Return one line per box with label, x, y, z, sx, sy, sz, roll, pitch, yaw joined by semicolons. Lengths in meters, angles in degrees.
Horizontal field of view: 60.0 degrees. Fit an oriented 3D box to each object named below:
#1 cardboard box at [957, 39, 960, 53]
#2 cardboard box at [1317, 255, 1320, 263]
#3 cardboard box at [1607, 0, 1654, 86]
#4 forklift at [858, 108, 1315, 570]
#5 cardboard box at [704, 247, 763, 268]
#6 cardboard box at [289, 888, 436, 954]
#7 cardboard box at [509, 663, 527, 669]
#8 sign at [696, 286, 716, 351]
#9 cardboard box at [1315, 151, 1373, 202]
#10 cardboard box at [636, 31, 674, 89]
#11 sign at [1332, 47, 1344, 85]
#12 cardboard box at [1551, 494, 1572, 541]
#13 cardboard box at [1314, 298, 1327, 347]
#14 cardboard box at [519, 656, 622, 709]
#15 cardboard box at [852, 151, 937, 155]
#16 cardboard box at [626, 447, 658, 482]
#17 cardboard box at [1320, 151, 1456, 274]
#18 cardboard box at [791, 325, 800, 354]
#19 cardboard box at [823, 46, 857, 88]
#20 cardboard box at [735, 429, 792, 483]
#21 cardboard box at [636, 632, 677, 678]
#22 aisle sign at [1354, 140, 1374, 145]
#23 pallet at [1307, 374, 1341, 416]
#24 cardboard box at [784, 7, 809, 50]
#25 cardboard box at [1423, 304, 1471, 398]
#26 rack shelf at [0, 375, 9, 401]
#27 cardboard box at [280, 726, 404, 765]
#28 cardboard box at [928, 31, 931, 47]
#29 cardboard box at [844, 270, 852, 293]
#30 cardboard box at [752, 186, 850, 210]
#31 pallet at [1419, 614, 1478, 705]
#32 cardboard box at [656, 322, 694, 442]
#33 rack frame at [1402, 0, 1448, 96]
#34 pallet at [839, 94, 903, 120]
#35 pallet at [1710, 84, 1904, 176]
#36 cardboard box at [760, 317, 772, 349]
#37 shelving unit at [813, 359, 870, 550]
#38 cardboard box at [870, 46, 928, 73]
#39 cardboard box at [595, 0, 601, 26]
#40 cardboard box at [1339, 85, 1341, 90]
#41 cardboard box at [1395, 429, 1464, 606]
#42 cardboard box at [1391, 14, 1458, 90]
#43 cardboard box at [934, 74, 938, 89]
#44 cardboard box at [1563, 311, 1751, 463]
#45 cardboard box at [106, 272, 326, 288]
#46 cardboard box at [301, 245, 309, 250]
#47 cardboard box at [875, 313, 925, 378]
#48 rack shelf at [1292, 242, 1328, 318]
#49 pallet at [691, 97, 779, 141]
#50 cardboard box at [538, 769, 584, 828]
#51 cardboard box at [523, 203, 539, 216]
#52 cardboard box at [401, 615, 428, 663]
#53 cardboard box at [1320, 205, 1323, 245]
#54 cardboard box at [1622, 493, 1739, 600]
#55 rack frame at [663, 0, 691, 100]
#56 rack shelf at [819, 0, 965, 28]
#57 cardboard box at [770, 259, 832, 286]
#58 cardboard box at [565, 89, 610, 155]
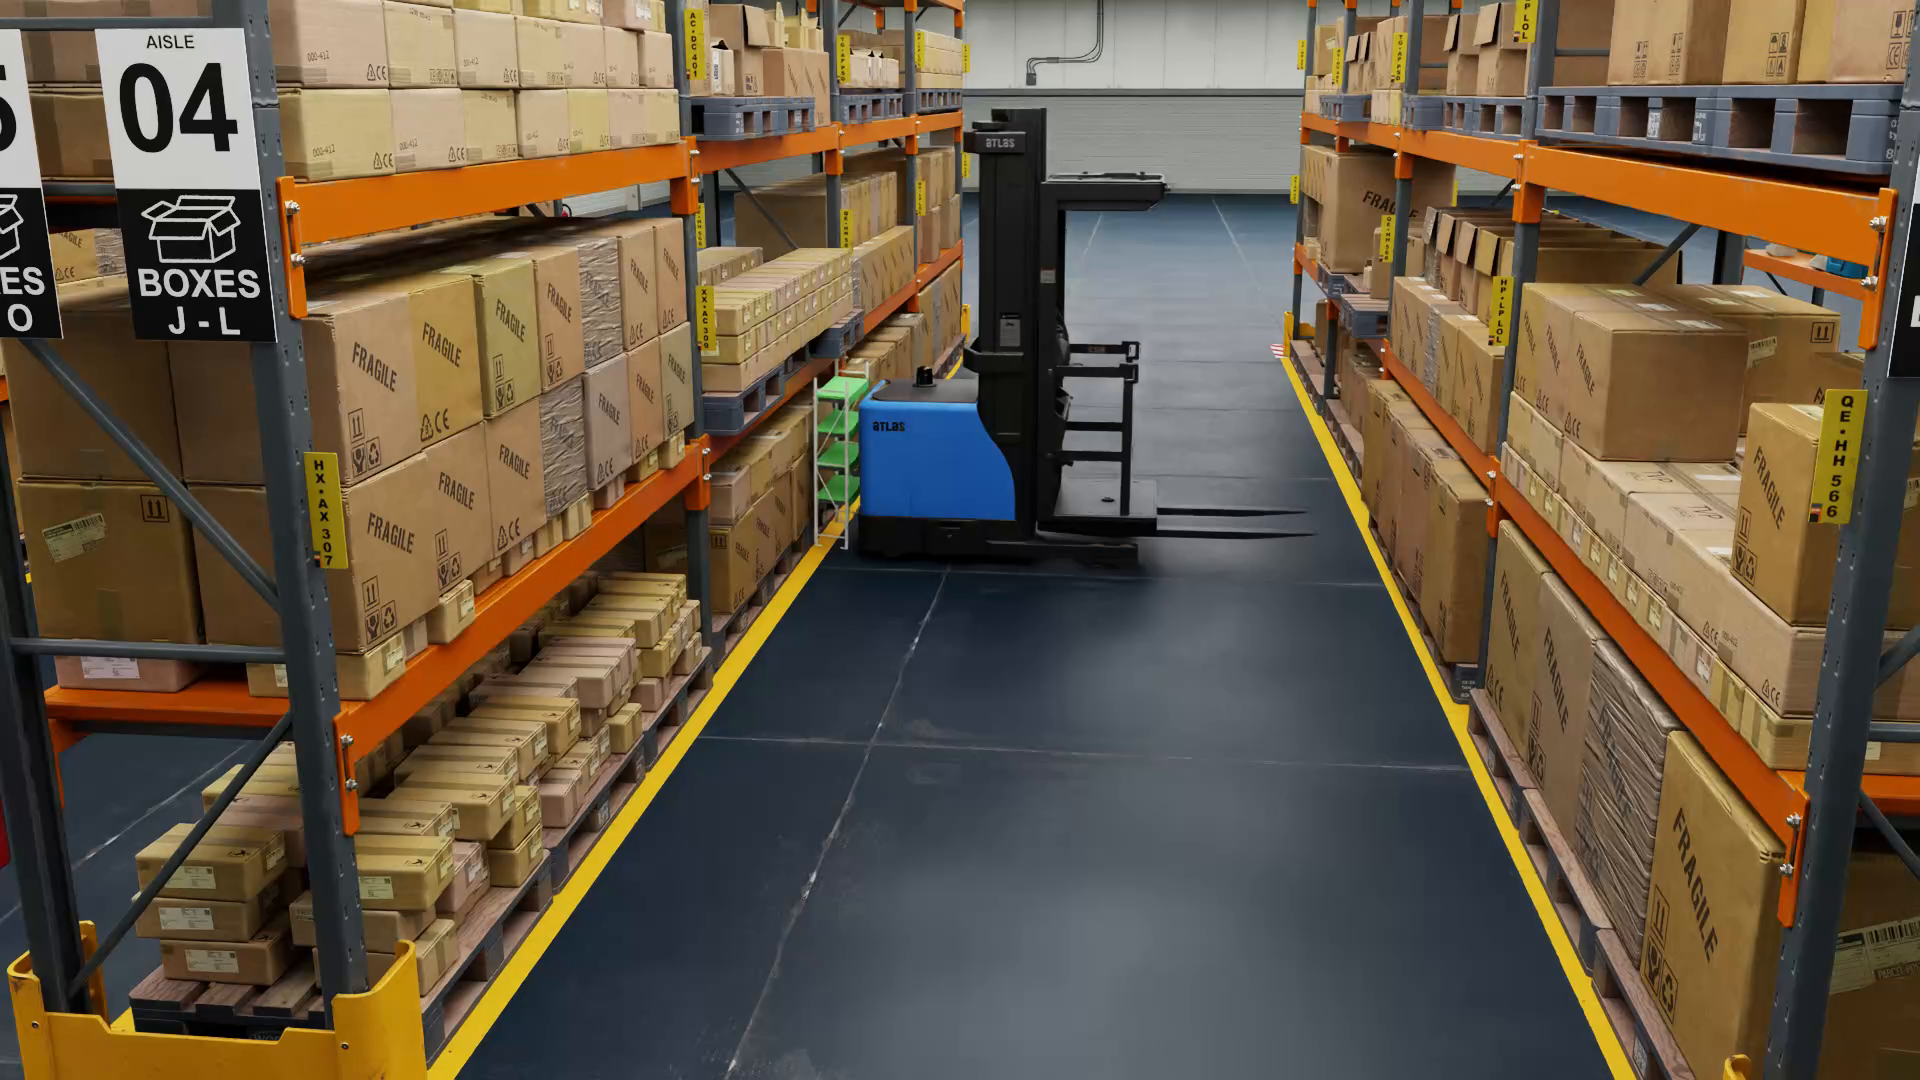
cardboard box;-0.202;-5.627;18.938;0.380;0.149;0.250;2;15;7
cardboard box;3.769;-2.756;16.589;0.380;0.149;0.250;2;15;6
cardboard box;3.062;-2.085;6.691;0.700;0.500;0.500;1;15;3
forklift;0.868;-1.367;11.103;3.031;2.935;1.130;2;15;6
cardboard box;-1.620;-2.005;11.869;0.380;0.149;0.250;2;15;6
cardboard box;-1.963;1.224;5.475;0.380;0.149;0.250;2;15;9
cardboard box;-2.149;0.602;7.775;0.380;0.149;0.250;1;15;3
sign;-1.286;-1.118;8.393;0.100;0.325;0.005;2;15;6
cardboard box;3.884;-3.676;16.833;0.500;0.500;0.500;2;15;6
cardboard box;-1.625;-2.204;7.650;0.500;0.250;0.500;1;15;4
sign;3.454;-4.329;15.187;0.100;0.325;0.005;2;15;6
cardboard box;2.612;-0.083;6.704;0.380;0.149;0.250;1;15;5
cardboard box;4.358;-2.489;19.105;0.500;0.500;0.500;5;16;17
cardboard box;-1.681;0.612;7.169;0.380;0.149;0.250;1;15;4
cardboard box;-0.721;-4.039;18.496;0.875;0.550;0.550;2;15;6
cardboard box;-1.636;-0.375;7.783;0.380;0.149;0.250;2;15;8
cardboard box;3.765;-2.908;14.714;1.000;1.000;1.000;2;15;7
cardboard box;-1.182;-1.223;10.117;0.380;0.149;0.250;1;15;5
cardboard box;-1.074;-3.589;12.617;0.500;0.311;0.500;2;15;6
cardboard box;-1.360;-0.527;10.411;0.500;0.250;0.500;2;15;8
cardboard box;-1.576;0.547;7.980;0.380;0.149;0.250;1;15;4
aisle sign;4.750;-4.917;19.118;0.394;0.787;0.004;2;15;6
pallet;4.034;-1.446;16.606;1.003;0.211;1.213;2;15;6
cardboard box;-1.205;-3.372;10.980;0.396;0.266;0.258;2;15;6
cardboard box;3.049;-1.114;9.842;0.500;0.500;0.500;2;15;6
rack shelf;-6.530;-1.006;11.013;1.077;0.370;4.000;2;15;6
cardboard box;-2.414;0.793;6.499;0.380;0.149;0.250;2;15;8
cardboard box;-0.488;-4.968;16.501;0.380;0.149;0.250;2;15;6
cardboard box;-0.978;-1.836;11.811;0.380;0.149;0.250;2;15;7
cardboard box;-1.258;-2.530;13.166;0.700;0.500;0.500;1;15;5
pallet;3.103;0.601;9.033;1.003;0.211;1.213;2;15;6
cardboard box;-1.600;-0.773;8.012;0.500;0.500;0.500;2;15;6
rack frame;3.542;-4.476;10.975;1.000;3.000;0.127;2;15;6
pallet;-0.978;-3.906;14.980;0.805;0.209;1.217;1;15;4
pallet;2.713;-1.103;4.417;1.003;0.211;1.213;2;15;6
cardboard box;-1.268;-1.162;9.321;0.380;0.149;0.250;2;15;8
shelving unit;-0.814;-0.592;11.439;0.258;1.200;0.503;6;22;11
cardboard box;-0.590;-4.678;16.191;0.500;0.250;0.500;2;15;7
cardboard box;-1.742;-2.237;7.006;0.380;0.149;0.250;2;15;8
cardboard box;3.743;-4.278;15.513;0.380;0.149;0.250;2;15;8
cardboard box;3.243;-0.118;9.617;1.225;0.875;0.875;1;15;4
cardboard box;3.348;-3.448;11.773;0.500;0.500;0.500;2;15;8
cardboard box;-0.431;-4.716;17.093;0.380;0.149;0.250;1;15;5
cardboard box;2.666;-0.596;6.401;0.500;0.500;0.500;1;15;4
cardboard box;-2.415;-0.609;5.491;0.500;0.500;0.500;1;15;4
cardboard box;-5.918;-2.649;14.147;0.500;0.500;0.500;2;15;7
cardboard box;-0.904;-1.743;15.865;1.050;0.750;0.750;2;15;6
rack shelf;4.219;-2.789;17.607;1.077;0.370;4.000;2;15;6
pallet;-1.650;-2.229;8.772;1.213;0.211;1.003;2;15;6
cardboard box;-1.744;1.041;6.723;0.380;0.149;0.250;1;15;4
cardboard box;-5.250;-3.860;19.428;0.500;0.500;0.500;2;15;6
cardboard box;-1.927;0.303;5.278;0.380;0.149;0.250;2;15;8
cardboard box;4.251;-3.314;17.409;0.875;0.500;0.500;2;15;6
cardboard box;2.546;0.027;5.533;0.500;0.250;0.500;1;15;4
rack frame;-1.826;-3.611;7.775;1.000;3.000;0.127;2;15;6
rack shelf;-0.697;-5.664;17.513;1.077;0.370;4.000;2;15;6
cardboard box;-1.061;-1.778;11.027;0.380;0.149;0.250;2;15;8
cardboard box;-1.738;-1.694;6.721;0.500;0.250;0.500;2;15;6
